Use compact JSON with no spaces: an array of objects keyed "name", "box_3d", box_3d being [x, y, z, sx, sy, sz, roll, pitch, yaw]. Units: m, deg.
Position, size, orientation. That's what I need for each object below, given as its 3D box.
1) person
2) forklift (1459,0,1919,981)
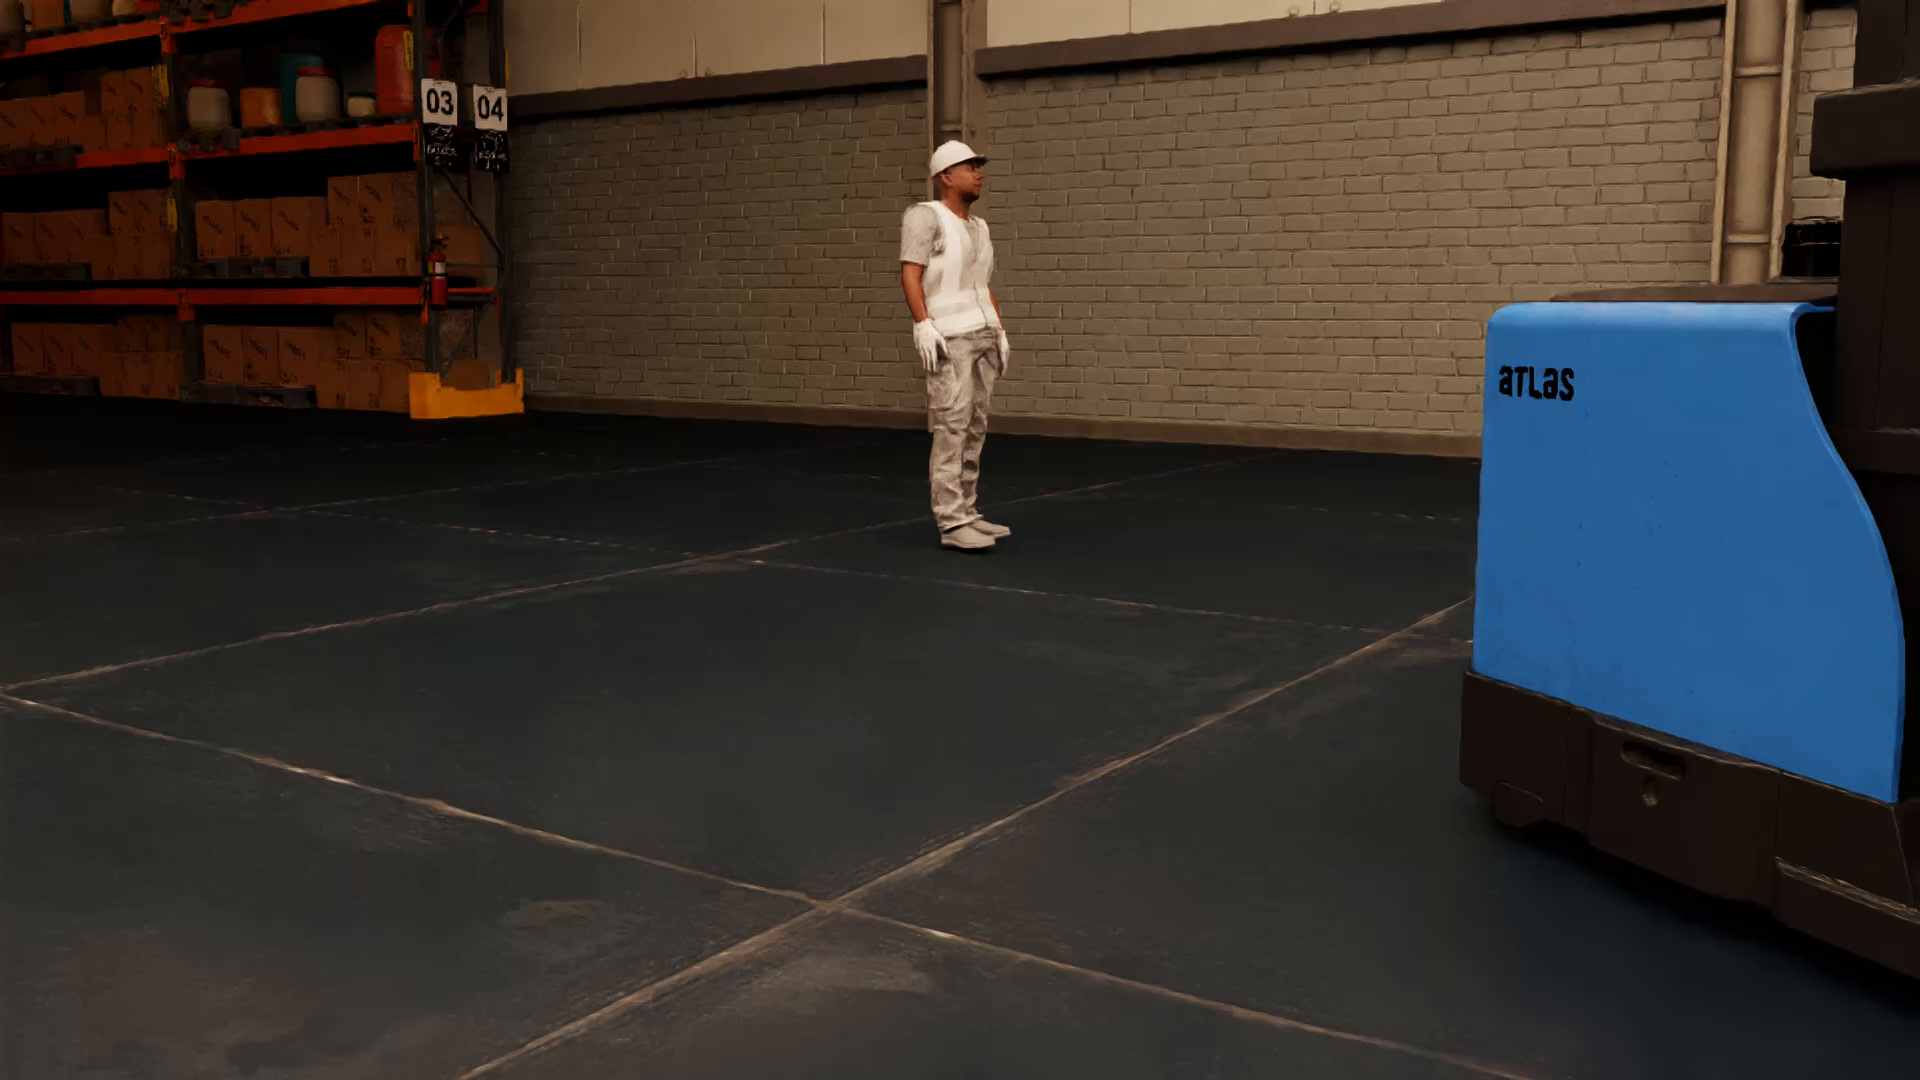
[{"name":"person","box_3d":[0.055,-0.883,7.431,0.576,1.782,0.655,5,10,34]},{"name":"forklift","box_3d":[2.069,-0.706,2.158,1.130,2.935,3.031,-3,9,-22]}]
